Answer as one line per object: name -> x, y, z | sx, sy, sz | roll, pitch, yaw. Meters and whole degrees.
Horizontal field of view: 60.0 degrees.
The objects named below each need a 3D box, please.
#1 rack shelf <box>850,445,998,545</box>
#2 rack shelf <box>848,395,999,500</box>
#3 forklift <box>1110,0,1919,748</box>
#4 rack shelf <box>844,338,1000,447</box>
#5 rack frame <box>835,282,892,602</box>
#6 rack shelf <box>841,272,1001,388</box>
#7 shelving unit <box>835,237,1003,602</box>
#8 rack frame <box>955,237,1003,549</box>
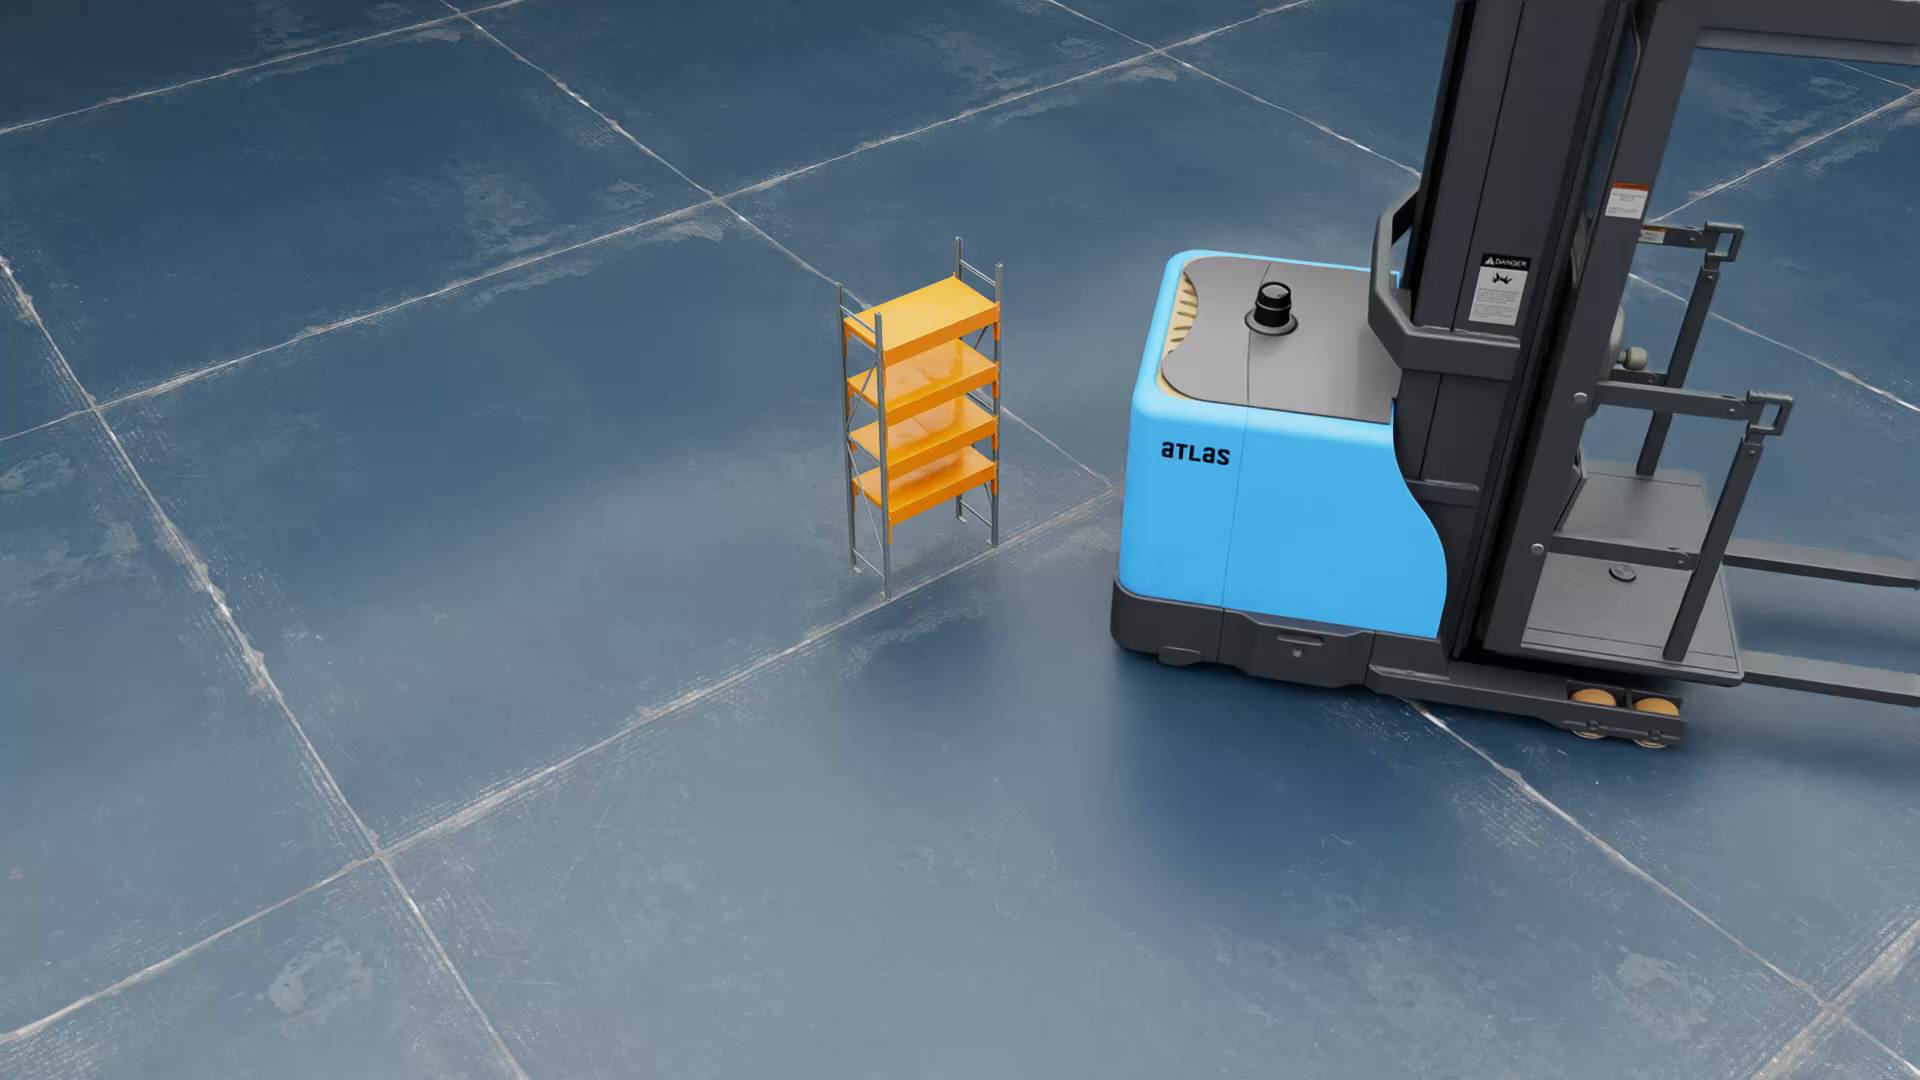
rack shelf -> -0.131, -0.194, 5.960 | 0.480, 0.148, 0.258 | -26, 46, -28
rack shelf -> -0.131, -0.348, 5.834 | 0.480, 0.148, 0.258 | -26, 46, -28
forklift -> 2.092, -0.827, 4.947 | 3.031, 2.935, 1.130 | 8, 40, 10
rack shelf -> -0.131, -0.521, 5.692 | 0.480, 0.148, 0.258 | -26, 46, -28
rack frame -> -0.325, -0.306, 5.677 | 0.015, 1.200, 0.240 | -26, 46, -28
rack shelf -> -0.131, -0.704, 5.542 | 0.480, 0.148, 0.258 | -26, 46, -28
shelving unit -> -0.131, -0.400, 5.791 | 0.503, 1.200, 0.258 | -26, 46, -28
rack frame -> 0.062, -0.494, 5.906 | 0.015, 1.200, 0.240 | -26, 46, -28
